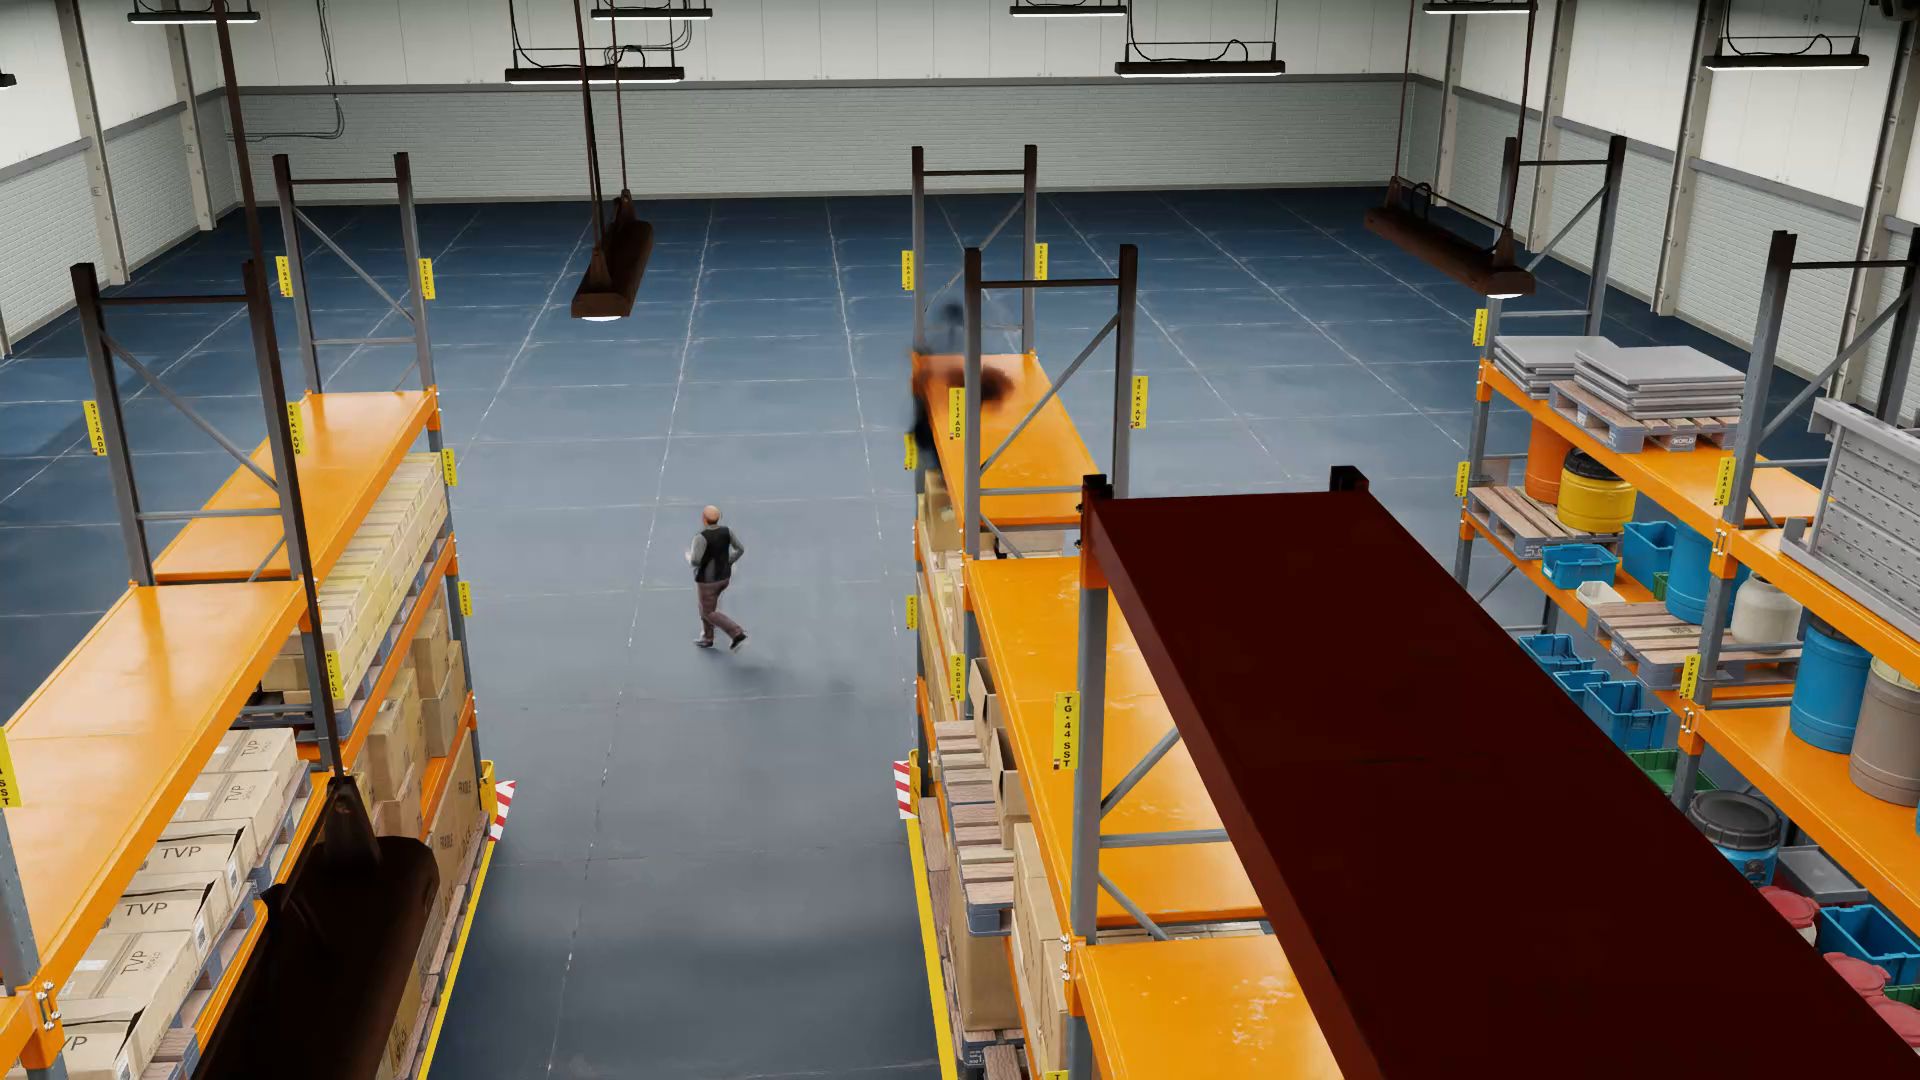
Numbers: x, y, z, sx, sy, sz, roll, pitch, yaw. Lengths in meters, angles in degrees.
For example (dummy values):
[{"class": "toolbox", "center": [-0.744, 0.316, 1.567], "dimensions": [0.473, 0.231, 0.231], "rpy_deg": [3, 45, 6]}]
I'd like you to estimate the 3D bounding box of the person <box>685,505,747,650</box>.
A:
[{"class": "person", "center": [-2.685, 0.456, 18.187], "dimensions": [0.843, 1.728, 0.654], "rpy_deg": [16, 26, 34]}]
